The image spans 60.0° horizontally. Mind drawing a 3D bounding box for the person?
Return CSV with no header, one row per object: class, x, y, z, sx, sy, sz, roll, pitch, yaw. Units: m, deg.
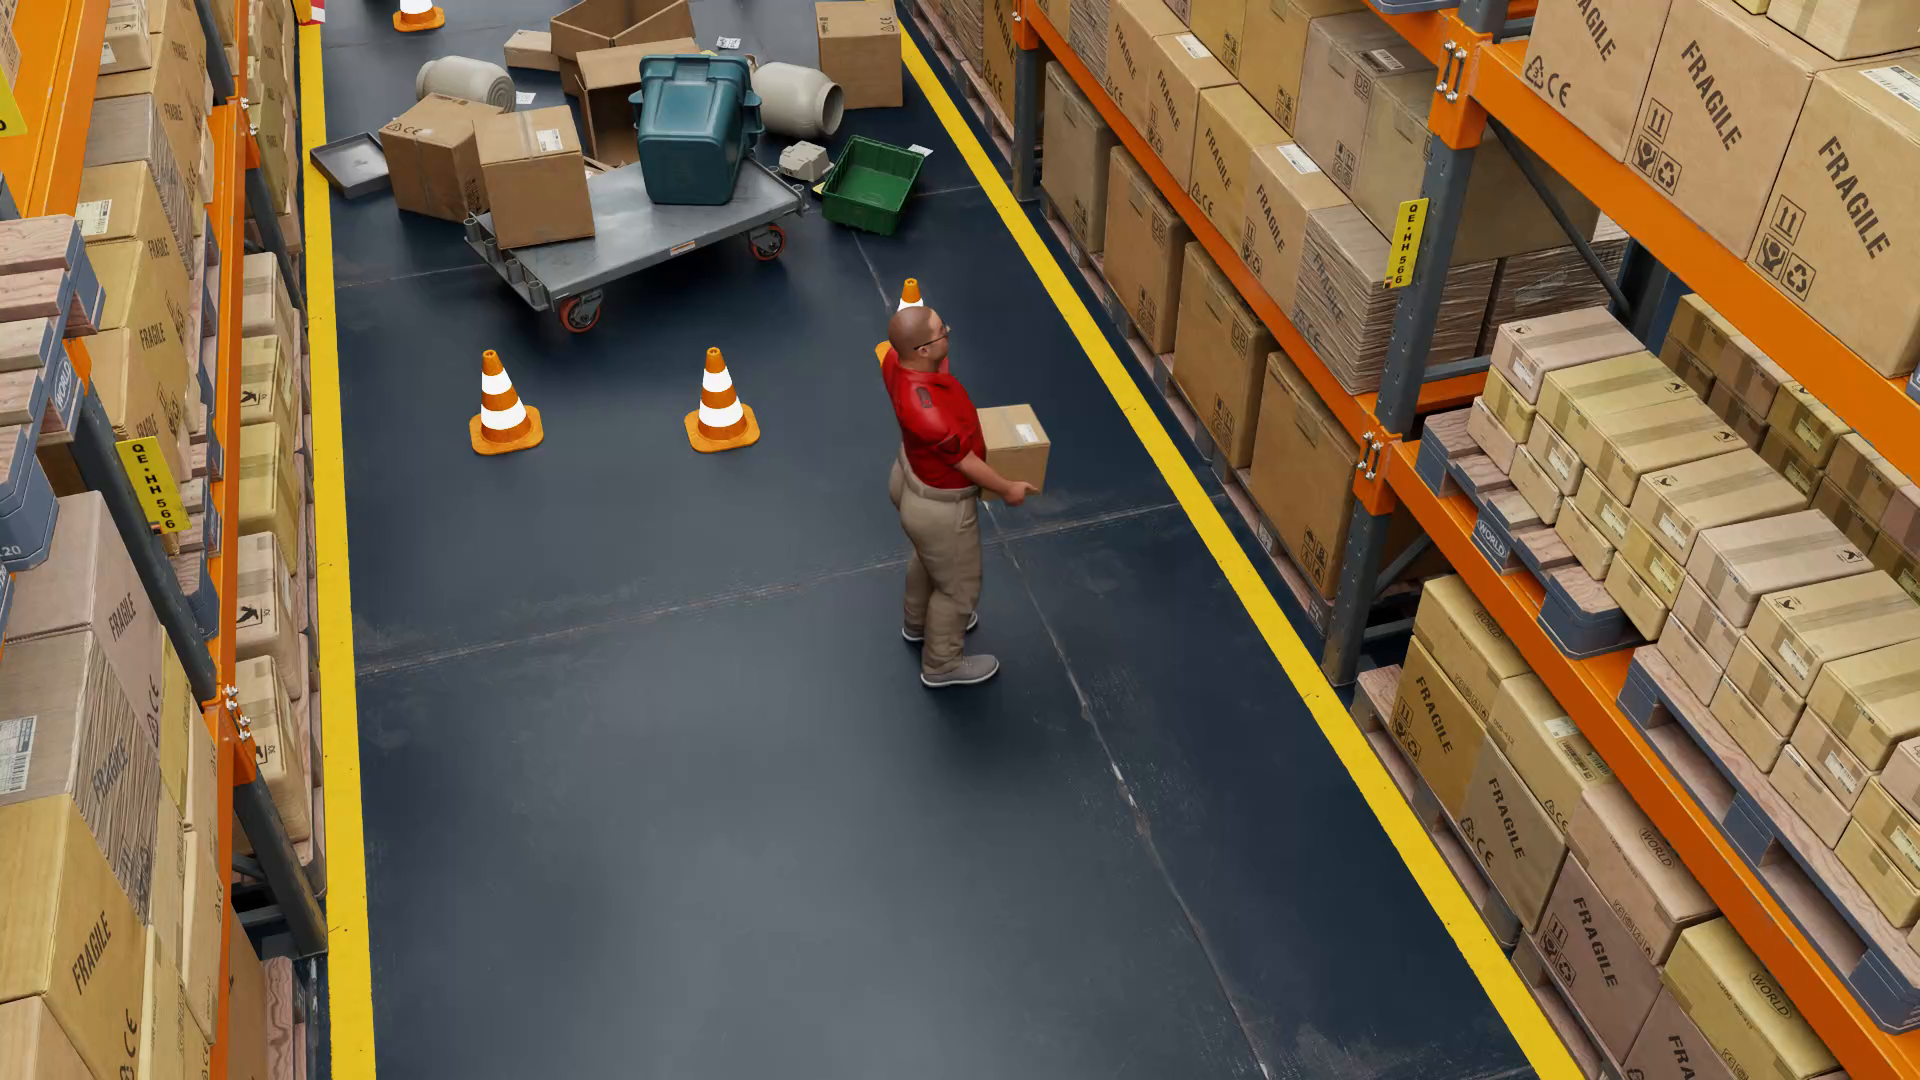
person,-0.003,-0.192,6.394,0.530,1.712,0.494,-12,43,-13
